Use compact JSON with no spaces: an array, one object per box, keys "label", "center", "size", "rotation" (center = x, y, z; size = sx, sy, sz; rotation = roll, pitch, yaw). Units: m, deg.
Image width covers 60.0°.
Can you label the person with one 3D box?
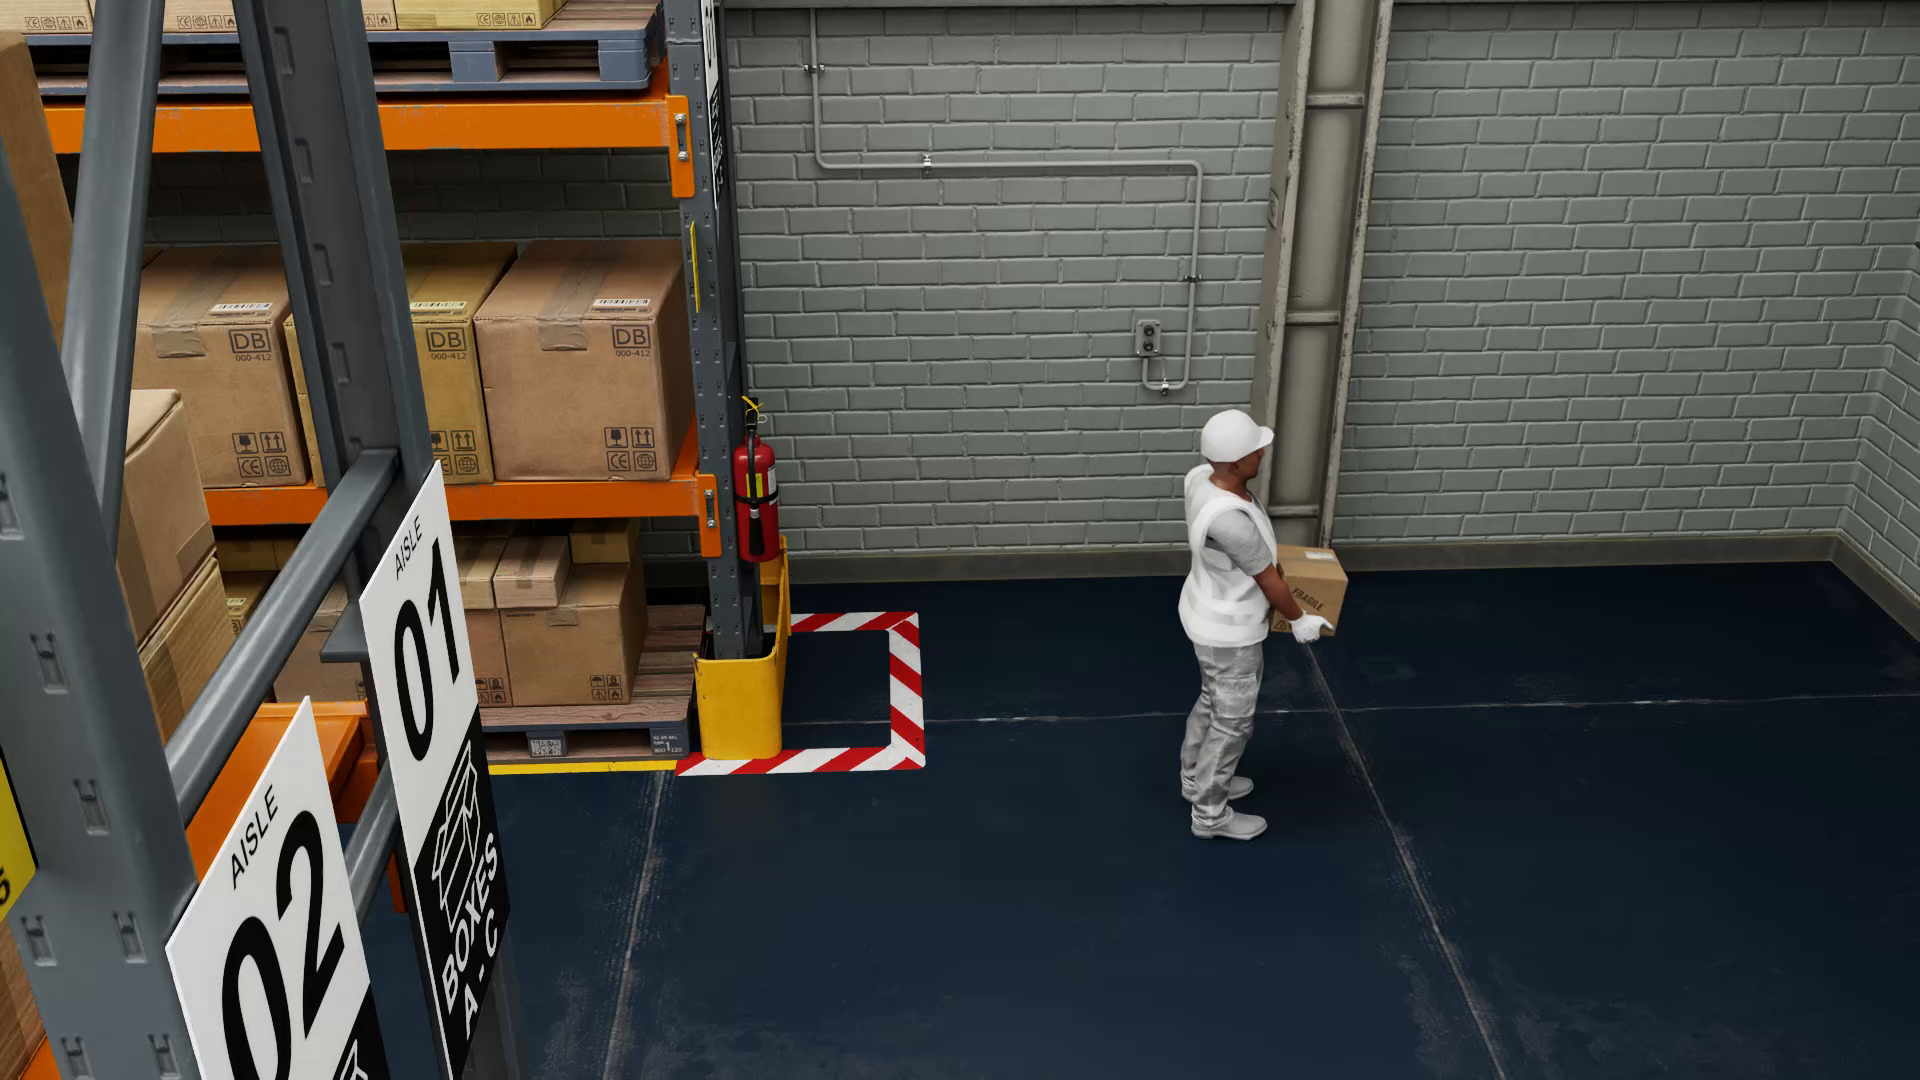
[{"label":"person","center":[1.136,0.324,6.473],"size":[0.566,1.780,0.488],"rotation":[-1,27,-2]}]
